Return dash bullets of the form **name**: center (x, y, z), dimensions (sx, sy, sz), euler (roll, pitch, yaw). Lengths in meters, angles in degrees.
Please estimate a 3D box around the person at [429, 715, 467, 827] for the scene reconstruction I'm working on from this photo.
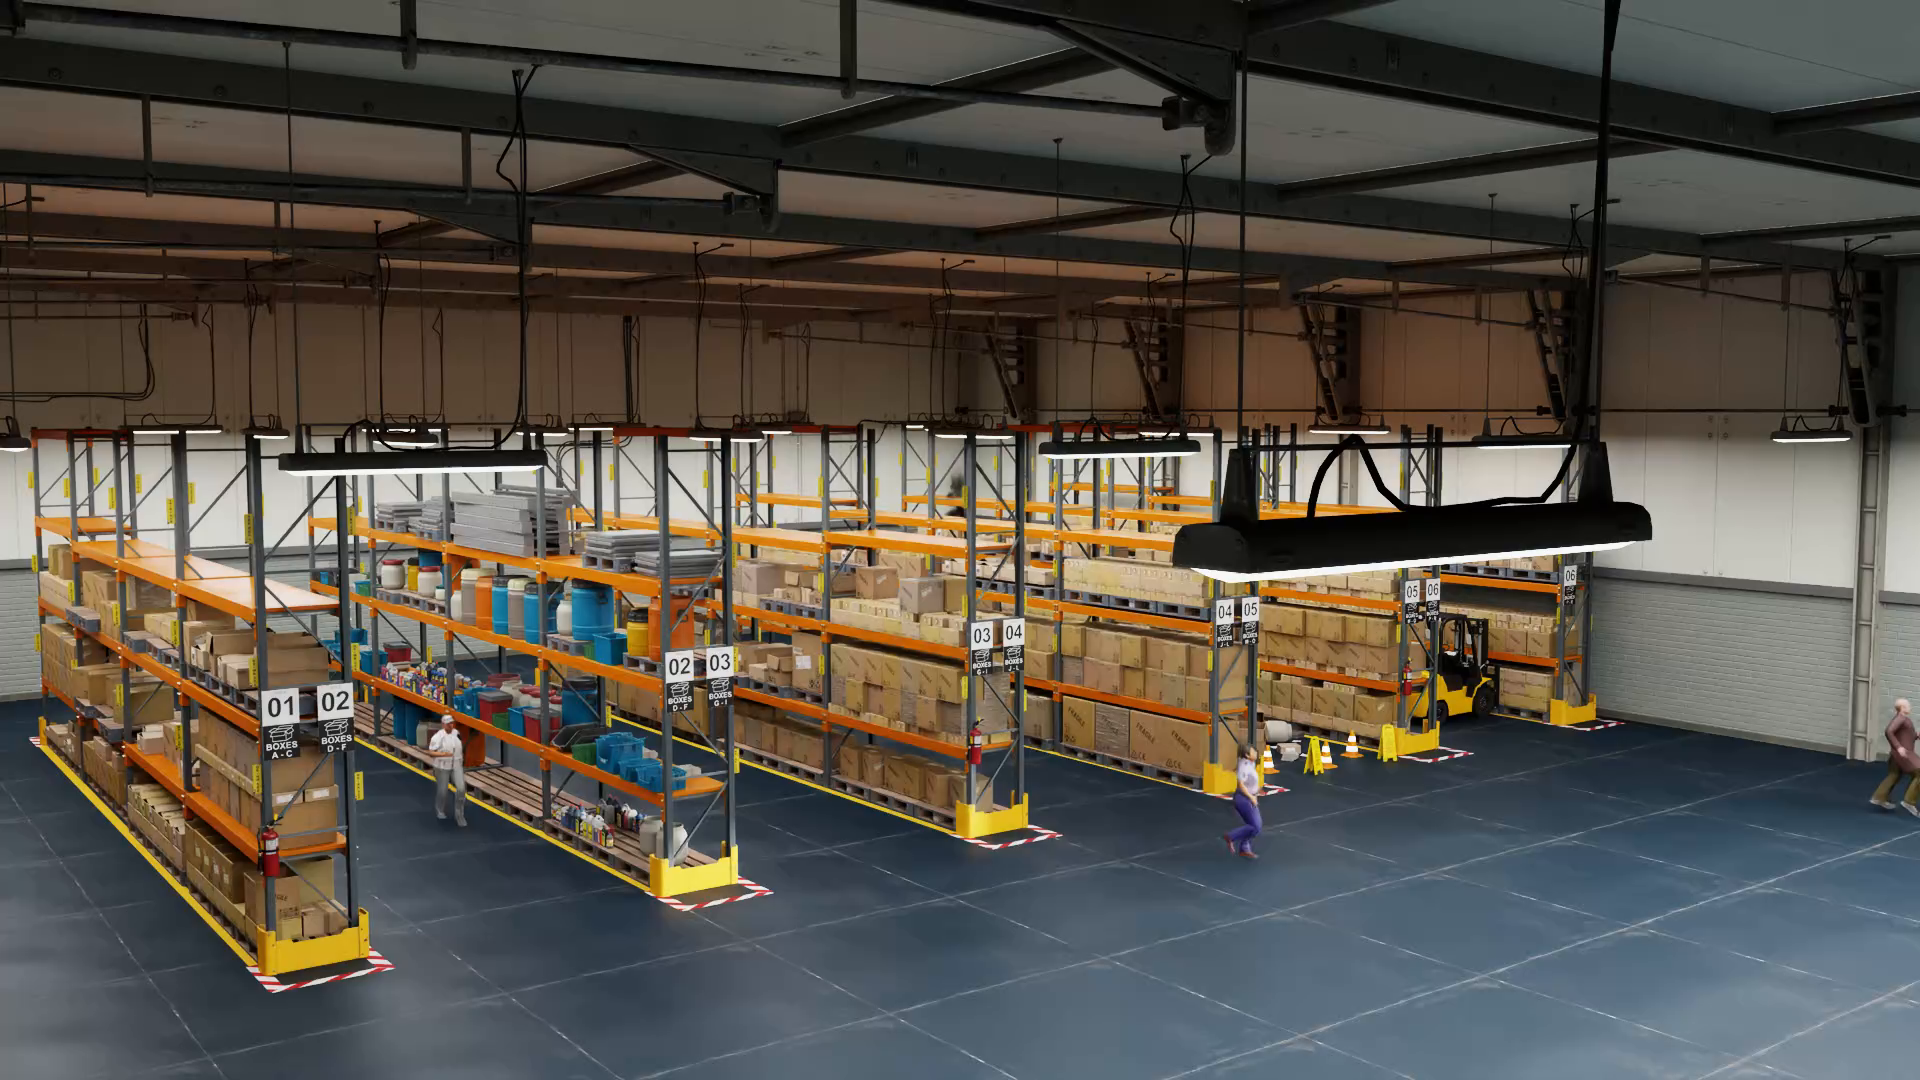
- **person**: center (-7.823, 3.518, 25.390), dimensions (0.590, 1.713, 0.760), euler (-3, 5, -35)

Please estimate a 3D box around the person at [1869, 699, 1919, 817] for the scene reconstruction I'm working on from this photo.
- **person**: center (14.754, 3.405, 26.027), dimensions (0.799, 1.842, 0.668), euler (1, 5, 18)

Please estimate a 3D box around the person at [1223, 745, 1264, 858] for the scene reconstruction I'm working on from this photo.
- **person**: center (4.012, 3.693, 23.512), dimensions (0.597, 1.619, 0.582), euler (0, 4, 4)
